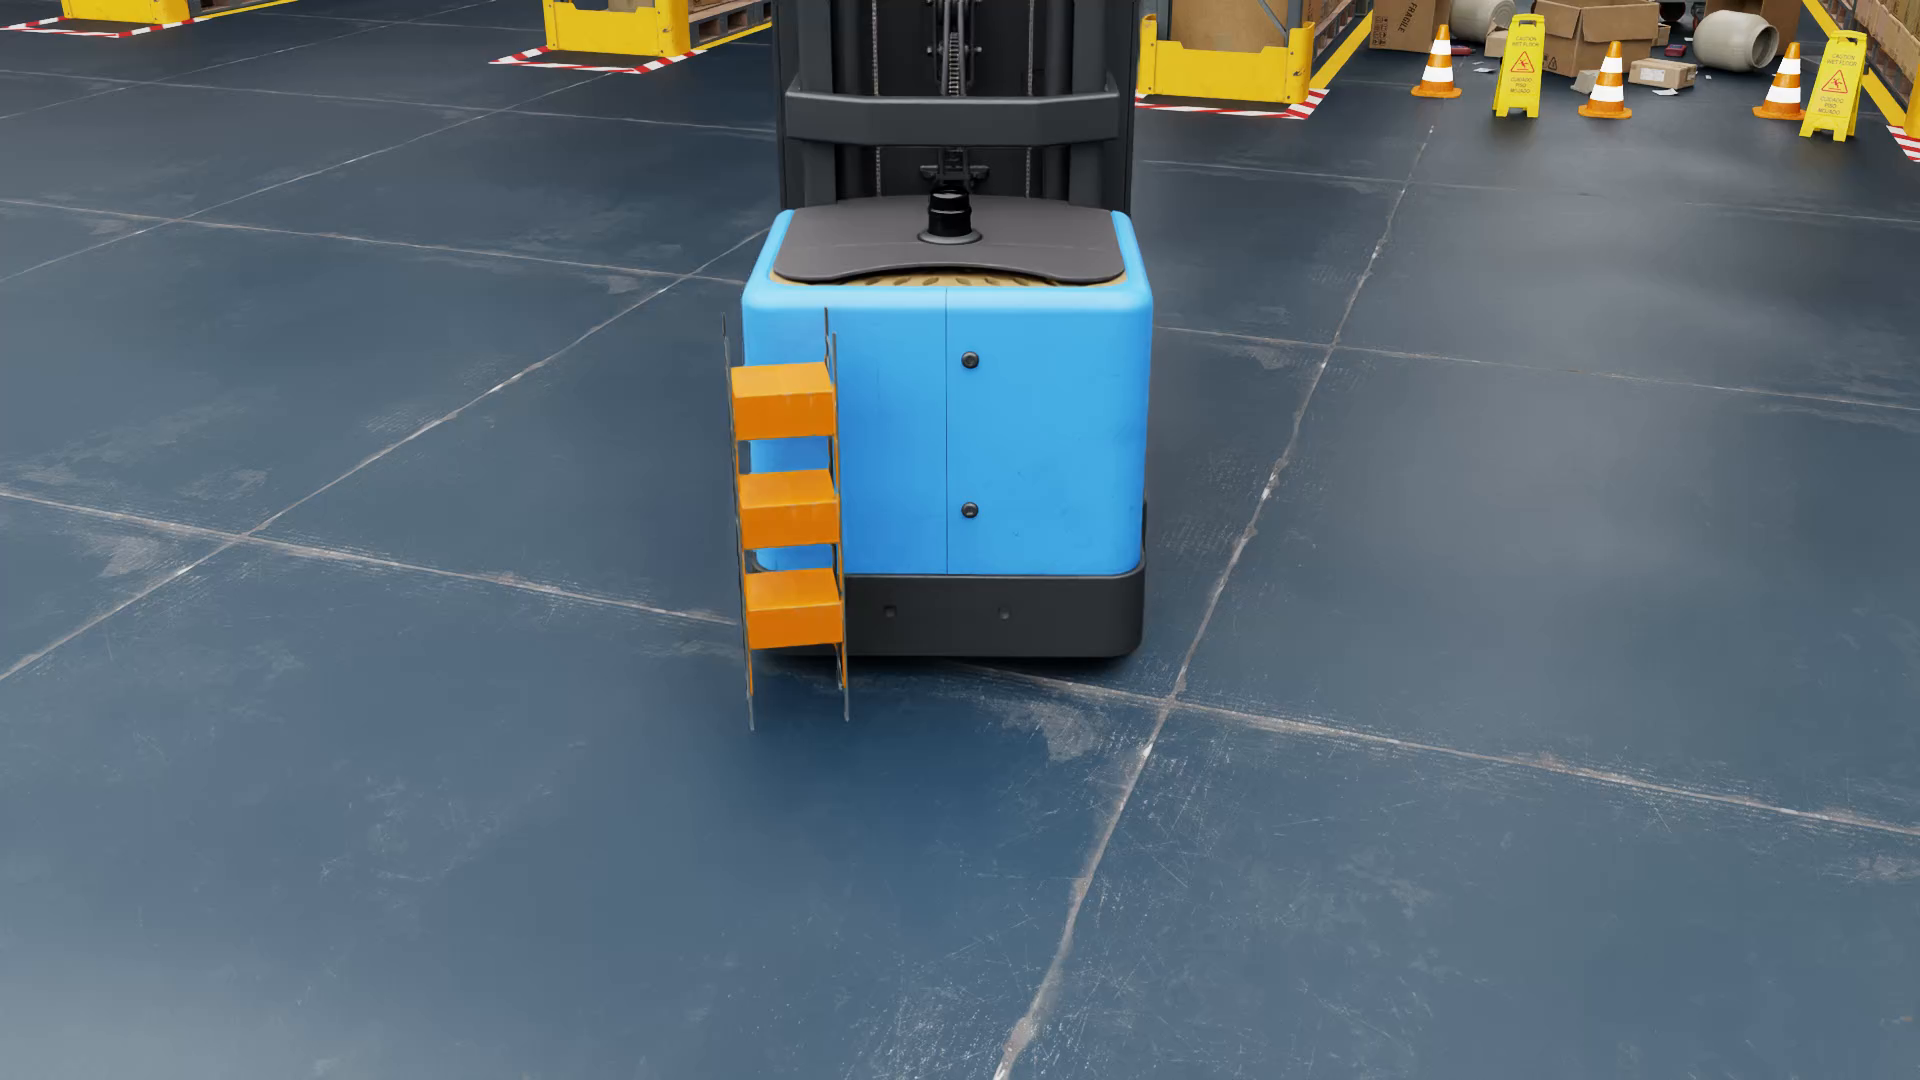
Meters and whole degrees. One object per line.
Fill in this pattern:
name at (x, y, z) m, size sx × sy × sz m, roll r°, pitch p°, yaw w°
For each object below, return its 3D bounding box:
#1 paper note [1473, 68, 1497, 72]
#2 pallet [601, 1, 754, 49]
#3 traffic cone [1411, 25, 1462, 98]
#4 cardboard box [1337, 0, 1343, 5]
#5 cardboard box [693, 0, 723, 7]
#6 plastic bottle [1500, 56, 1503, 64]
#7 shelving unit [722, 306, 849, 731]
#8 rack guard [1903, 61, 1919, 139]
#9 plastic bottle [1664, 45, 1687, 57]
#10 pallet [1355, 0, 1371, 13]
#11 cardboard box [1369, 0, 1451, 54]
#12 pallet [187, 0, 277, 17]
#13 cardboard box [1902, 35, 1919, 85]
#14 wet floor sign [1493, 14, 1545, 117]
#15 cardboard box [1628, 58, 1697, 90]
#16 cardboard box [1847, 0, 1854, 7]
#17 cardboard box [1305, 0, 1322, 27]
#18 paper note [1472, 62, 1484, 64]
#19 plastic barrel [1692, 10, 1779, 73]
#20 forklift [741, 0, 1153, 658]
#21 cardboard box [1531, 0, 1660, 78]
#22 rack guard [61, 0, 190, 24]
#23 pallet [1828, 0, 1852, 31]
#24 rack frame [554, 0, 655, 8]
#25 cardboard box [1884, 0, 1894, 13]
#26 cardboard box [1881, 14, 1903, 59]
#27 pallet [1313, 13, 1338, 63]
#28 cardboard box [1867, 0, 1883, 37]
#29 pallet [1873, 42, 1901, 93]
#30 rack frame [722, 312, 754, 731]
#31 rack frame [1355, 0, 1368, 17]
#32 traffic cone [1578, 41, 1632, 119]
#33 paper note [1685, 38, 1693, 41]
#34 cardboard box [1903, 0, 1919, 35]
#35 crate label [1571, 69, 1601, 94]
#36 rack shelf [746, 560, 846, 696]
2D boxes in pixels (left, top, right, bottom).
paper note at (3.975, -3.556, 12.562) m, size 0.144 × 0.017 × 0.142 m, roll 20°, pitch 32°, yaw 35°
pallet at (-2.449, -4.378, 14.050) m, size 1.003 × 0.211 × 1.213 m, roll 9°, pitch 27°, yaw 17°
traffic cone at (3.382, -3.383, 11.706) m, size 0.336 × 0.463 × 0.334 m, roll 9°, pitch 27°, yaw 17°
cardboard box at (2.922, -5.141, 14.382) m, size 0.875 × 0.875 × 0.875 m, roll 9°, pitch 27°, yaw 18°
cardboard box at (-2.387, -4.842, 14.195) m, size 0.500 × 0.500 × 0.500 m, roll 17°, pitch 30°, yaw 31°
plastic bottle at (4.232, -3.674, 12.767) m, size 0.133 × 0.061 × 0.283 m, roll 0°, pitch 26°, yaw -1°
shelving unit at (-0.426, -0.037, 4.122) m, size 0.252 × 1.050 × 0.215 m, roll -4°, pitch 26°, yaw -9°
rack guard at (6.593, -2.742, 10.340) m, size 1.175 × 0.500 × 0.348 m, roll 9°, pitch 27°, yaw 17°
plastic bottle at (5.701, -3.899, 13.233) m, size 0.133 × 0.061 × 0.283 m, roll 14°, pitch 29°, yaw 26°
pallet at (3.383, -5.229, 15.808) m, size 1.003 × 0.211 × 1.213 m, roll 9°, pitch 27°, yaw 17°
cardboard box at (3.648, -4.246, 13.442) m, size 0.500 × 0.500 × 0.500 m, roll 14°, pitch 29°, yaw 26°
pallet at (-7.192, -5.108, 15.557) m, size 1.003 × 0.211 × 1.213 m, roll 9°, pitch 27°, yaw 17°
cardboard box at (6.591, -3.169, 11.026) m, size 0.500 × 0.250 × 0.500 m, roll 9°, pitch 27°, yaw 17°
wet floor sign at (3.724, -3.154, 11.023) m, size 0.267 × 0.644 × 0.232 m, roll 4°, pitch 26°, yaw 8°
cardboard box at (5.099, -3.384, 12.069) m, size 0.250 × 0.149 × 0.380 m, roll -20°, pitch 33°, yaw -36°
cardboard box at (8.071, -4.702, 14.053) m, size 0.950 × 0.372 × 0.625 m, roll 9°, pitch 27°, yaw 18°
cardboard box at (2.320, -4.395, 12.842) m, size 0.875 × 0.875 × 0.875 m, roll 8°, pitch 27°, yaw 17°
paper note at (4.006, -3.689, 12.857) m, size 0.123 × 0.001 × 0.032 m, roll -20°, pitch 33°, yaw -36°
plastic barrel at (5.827, -3.745, 12.499) m, size 0.421 × 0.421 × 0.512 m, roll -14°, pitch 29°, yaw -27°
forklift at (-0.011, -1.603, 5.197) m, size 1.130 × 2.935 × 3.031 m, roll 0°, pitch 26°, yaw 1°
cardboard box at (4.765, -3.802, 12.524) m, size 0.797 × 0.503 × 0.637 m, roll -9°, pitch 27°, yaw -18°
rack guard at (-7.467, -4.905, 14.806) m, size 1.175 × 0.500 × 0.348 m, roll 9°, pitch 27°, yaw 17°
pallet at (8.156, -4.545, 14.395) m, size 1.003 × 0.211 × 1.213 m, roll 9°, pitch 27°, yaw 17°
rack frame at (-2.778, -5.273, 12.699) m, size 1.000 × 3.000 × 0.127 m, roll 9°, pitch 27°, yaw 17°
cardboard box at (7.107, -4.131, 12.153) m, size 0.500 × 0.500 × 0.500 m, roll 10°, pitch 28°, yaw 20°
cardboard box at (6.932, -3.586, 11.889) m, size 0.500 × 0.250 × 0.500 m, roll 8°, pitch 27°, yaw 16°
pallet at (2.466, -4.097, 13.470) m, size 1.003 × 0.211 × 1.213 m, roll 9°, pitch 27°, yaw 17°
cardboard box at (7.281, -4.007, 12.757) m, size 0.500 × 0.250 × 0.500 m, roll 10°, pitch 28°, yaw 20°
pallet at (7.304, -3.441, 12.114) m, size 1.003 × 0.211 × 1.213 m, roll 9°, pitch 27°, yaw 17°
rack frame at (-0.546, -0.028, 4.103) m, size 0.008 × 1.050 × 0.200 m, roll -4°, pitch 26°, yaw -9°
rack frame at (3.197, -6.156, 14.523) m, size 1.000 × 3.000 × 0.127 m, roll 9°, pitch 27°, yaw 17°
traffic cone at (4.334, -3.079, 11.079) m, size 0.336 × 0.463 × 0.334 m, roll 9°, pitch 27°, yaw 17°
paper note at (6.114, -4.173, 13.834) m, size 0.148 × 0.019 × 0.142 m, roll 9°, pitch 27°, yaw 17°
cardboard box at (6.759, -3.707, 11.277) m, size 0.500 × 0.500 × 0.500 m, roll 10°, pitch 28°, yaw 19°
crate label at (4.538, -3.265, 11.836) m, size 0.250 × 0.136 × 0.298 m, roll -5°, pitch 26°, yaw -9°
rack shelf at (-0.426, 0.223, 4.248) m, size 0.240 × 0.259 × 0.215 m, roll -4°, pitch 26°, yaw -9°
